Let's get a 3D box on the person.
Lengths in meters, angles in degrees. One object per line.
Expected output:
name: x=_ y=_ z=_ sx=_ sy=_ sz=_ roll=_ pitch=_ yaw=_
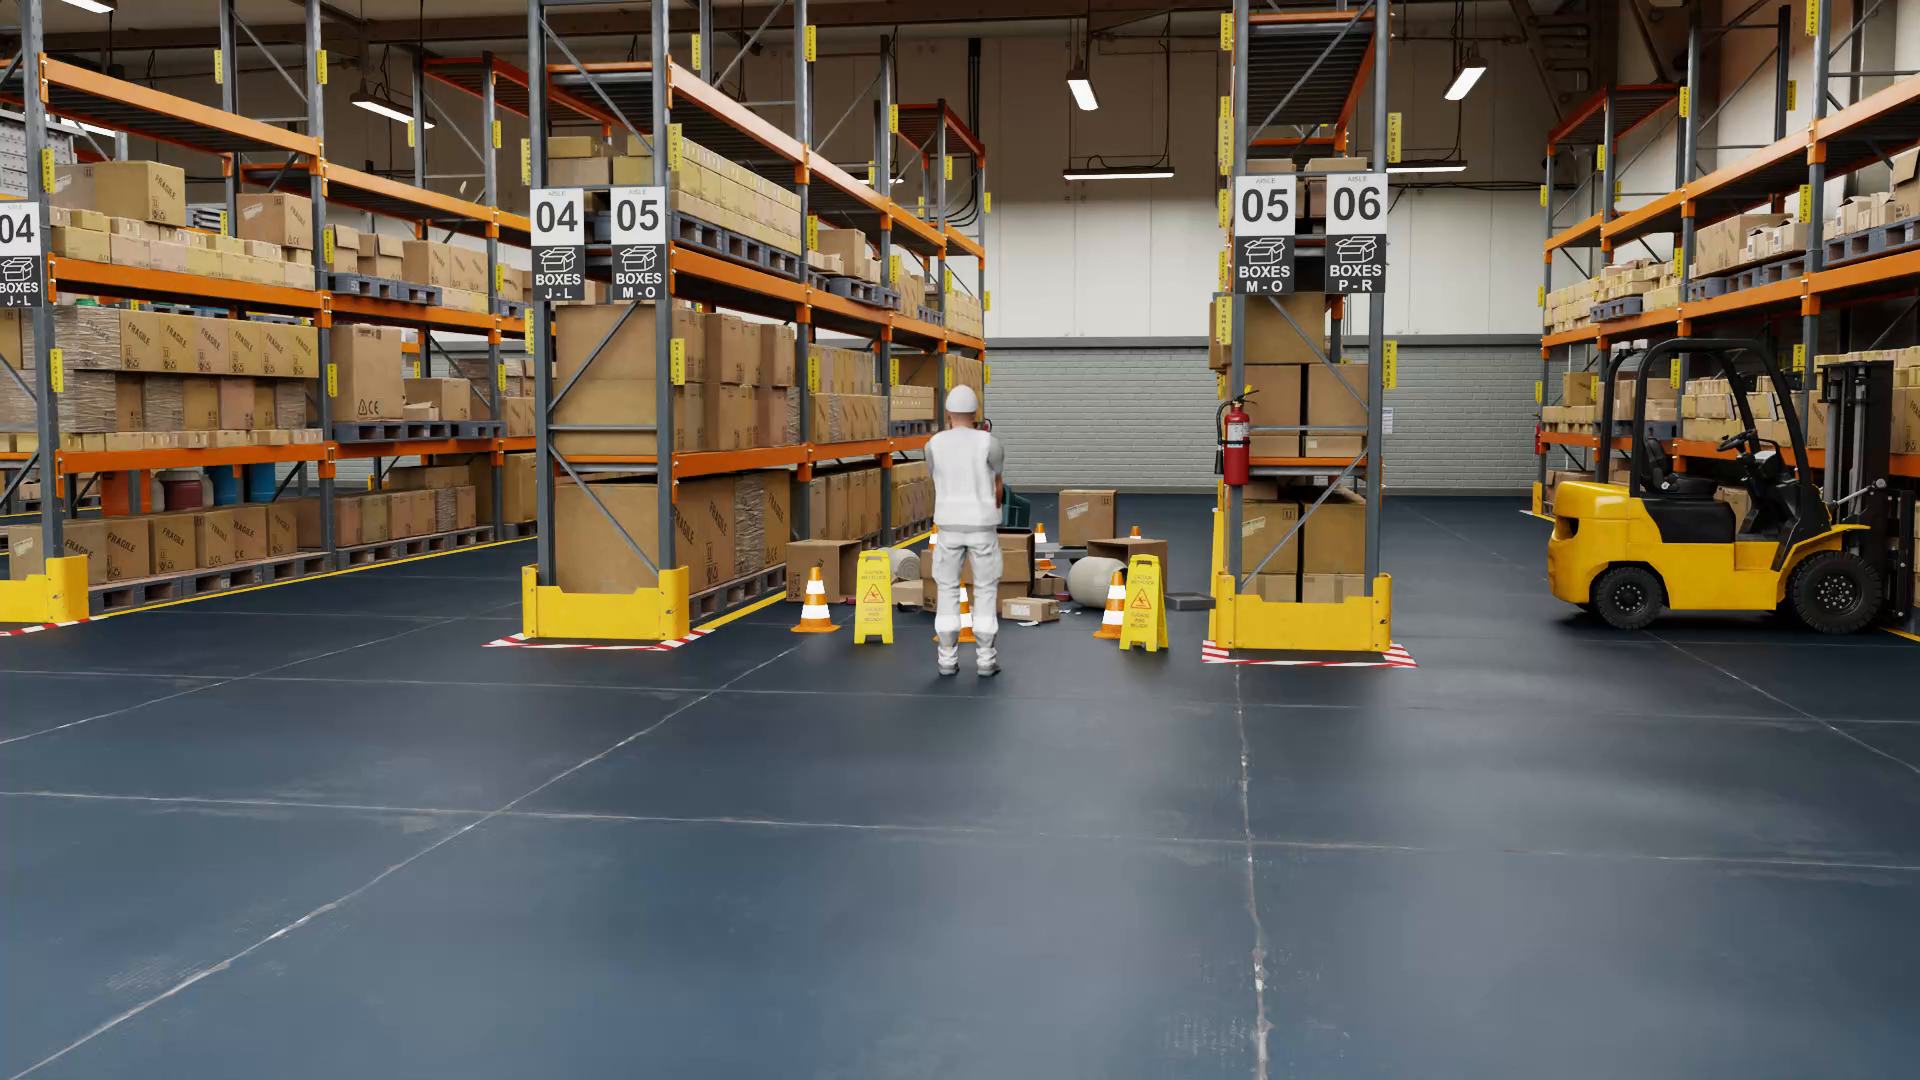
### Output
person: x=0.046 y=-0.069 z=10.352 sx=0.494 sy=1.783 sz=0.558 roll=1 pitch=4 yaw=10
